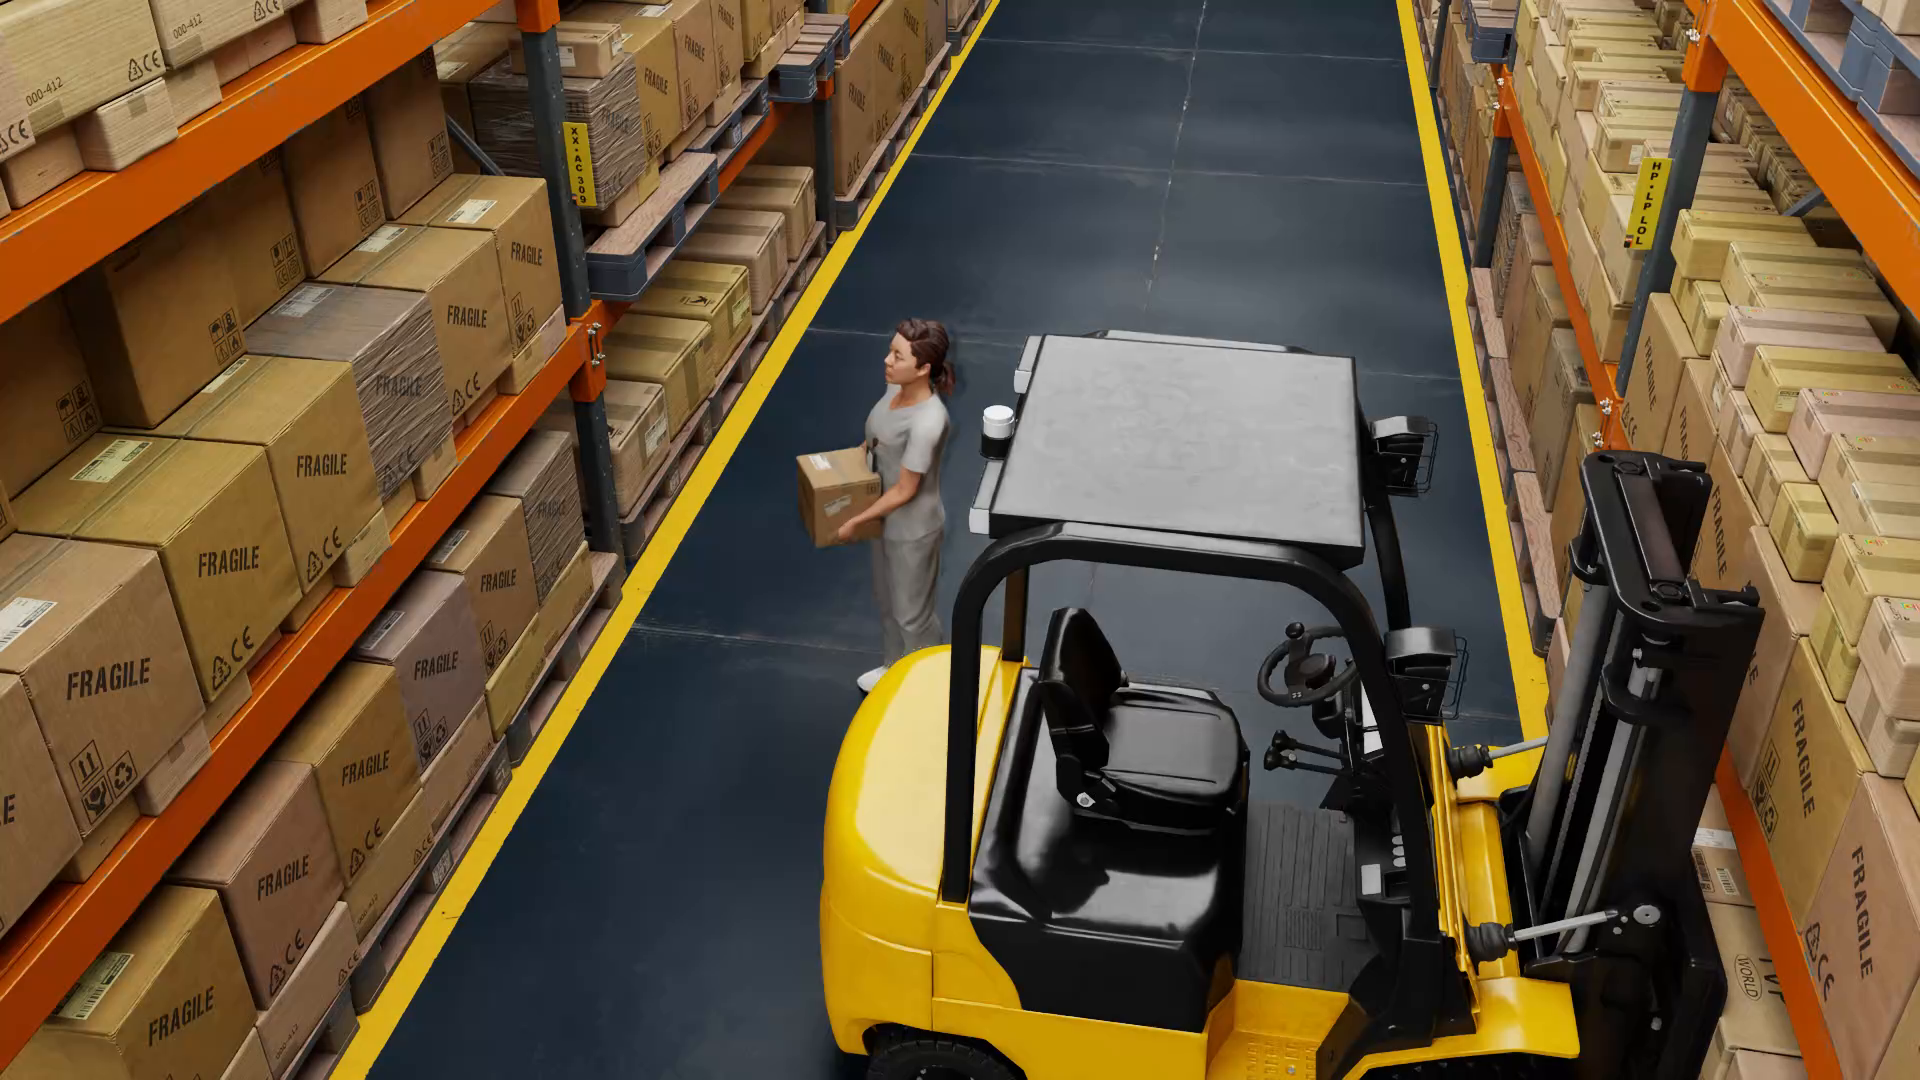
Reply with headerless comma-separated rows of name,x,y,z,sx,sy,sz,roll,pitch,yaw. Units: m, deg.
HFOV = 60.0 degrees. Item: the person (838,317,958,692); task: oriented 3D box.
person,-0.268,-0.049,6.219,0.548,1.669,0.443,-10,34,-15
